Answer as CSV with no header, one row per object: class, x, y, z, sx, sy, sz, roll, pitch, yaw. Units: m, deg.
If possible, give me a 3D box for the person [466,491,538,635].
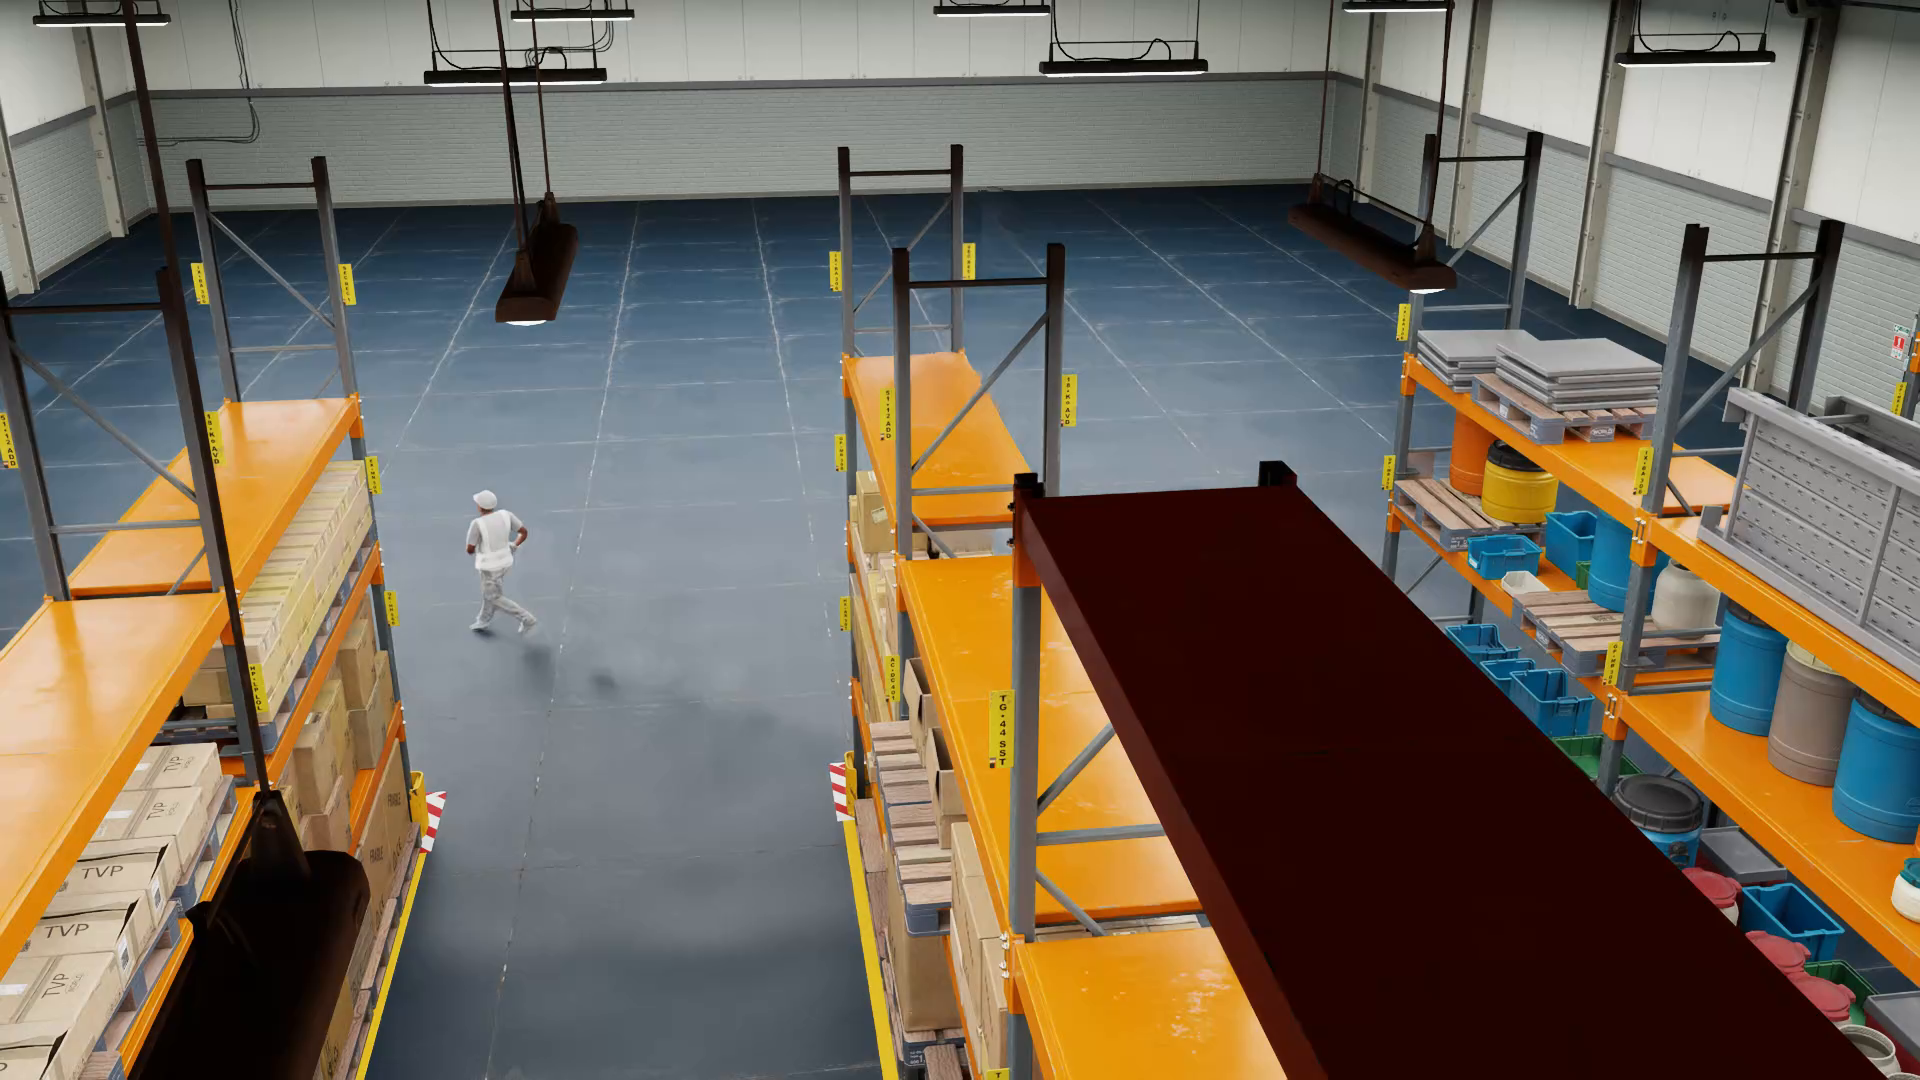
person,-5.169,0.312,18.485,1.156,1.791,0.649,12,24,27
